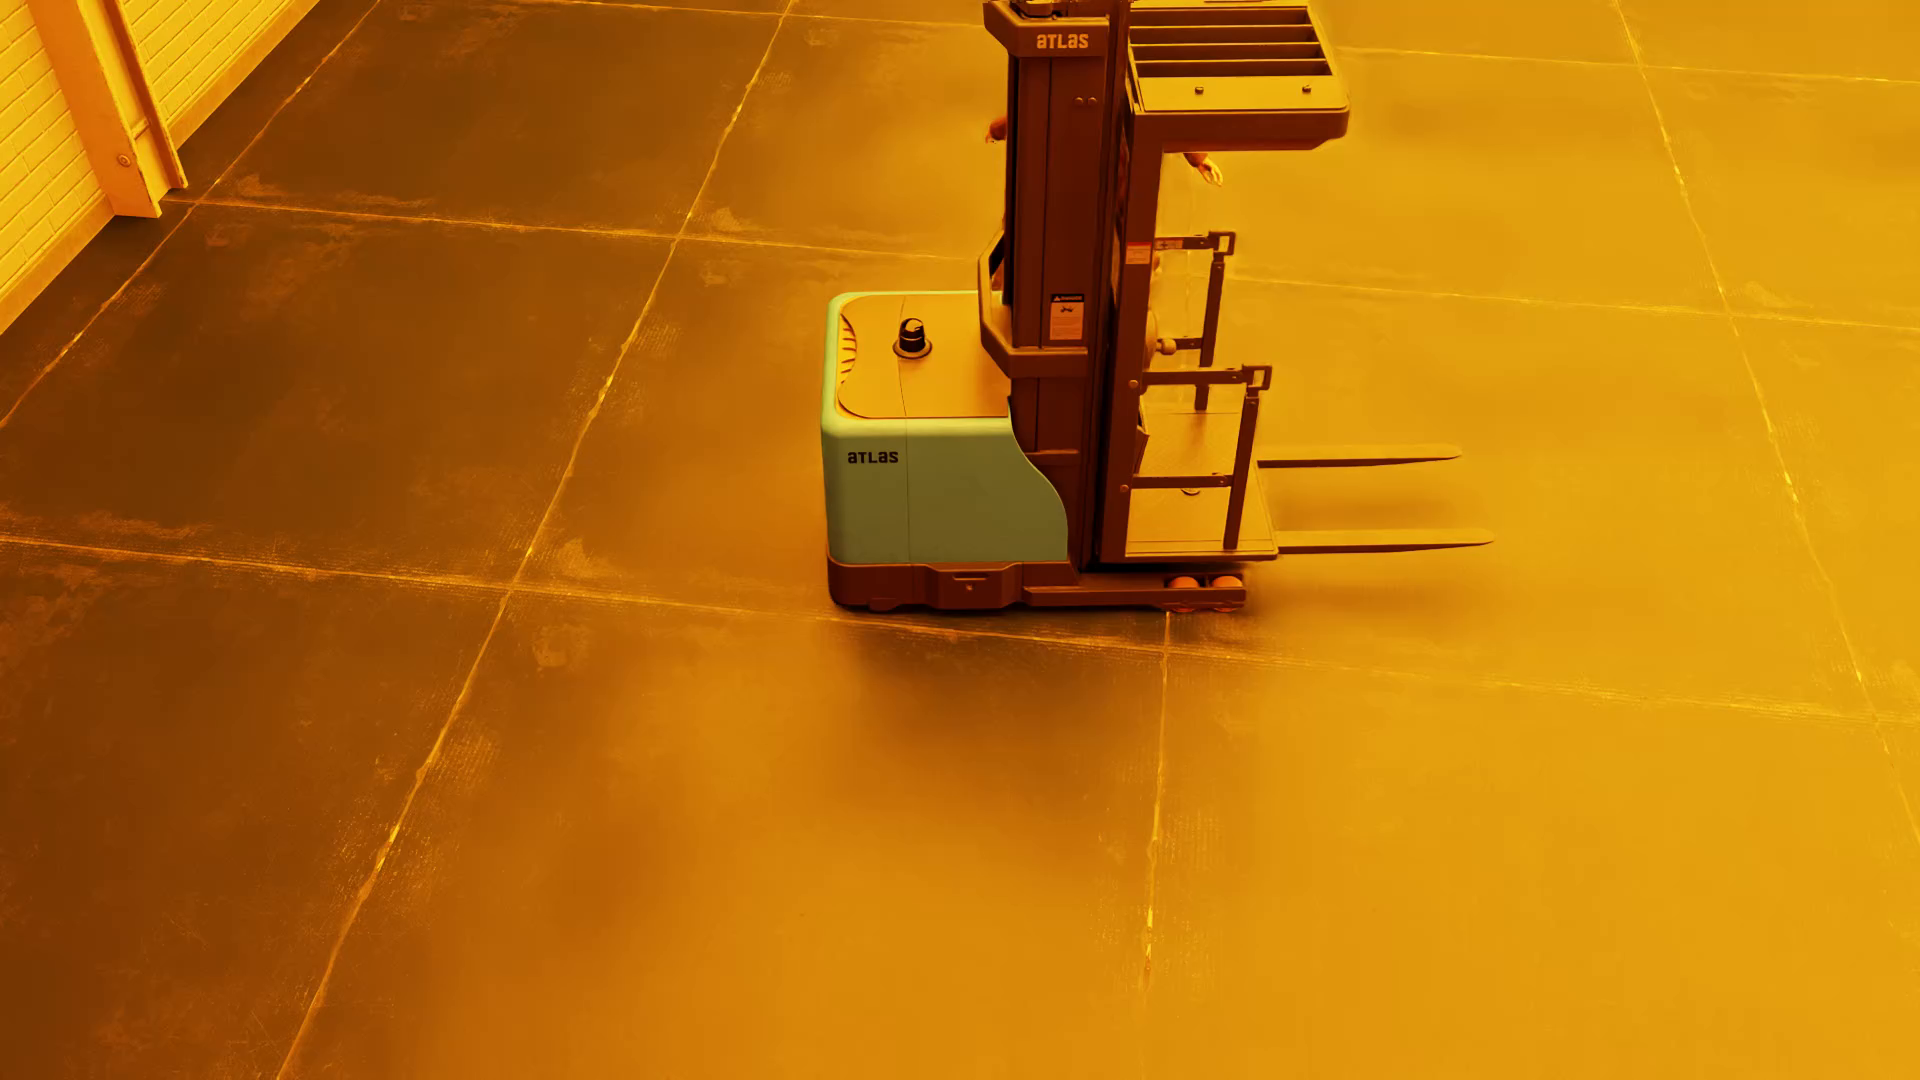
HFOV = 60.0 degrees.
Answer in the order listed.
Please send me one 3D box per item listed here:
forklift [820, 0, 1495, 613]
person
[{"bbox_3d":[0.911,-1.112,6.935,3.031,2.935,1.130,-1,43,-1],"label":"forklift"},{"bbox_3d":[0.755,-1.937,8.876,1.218,1.703,0.606,-6,43,-6],"label":"person"}]
